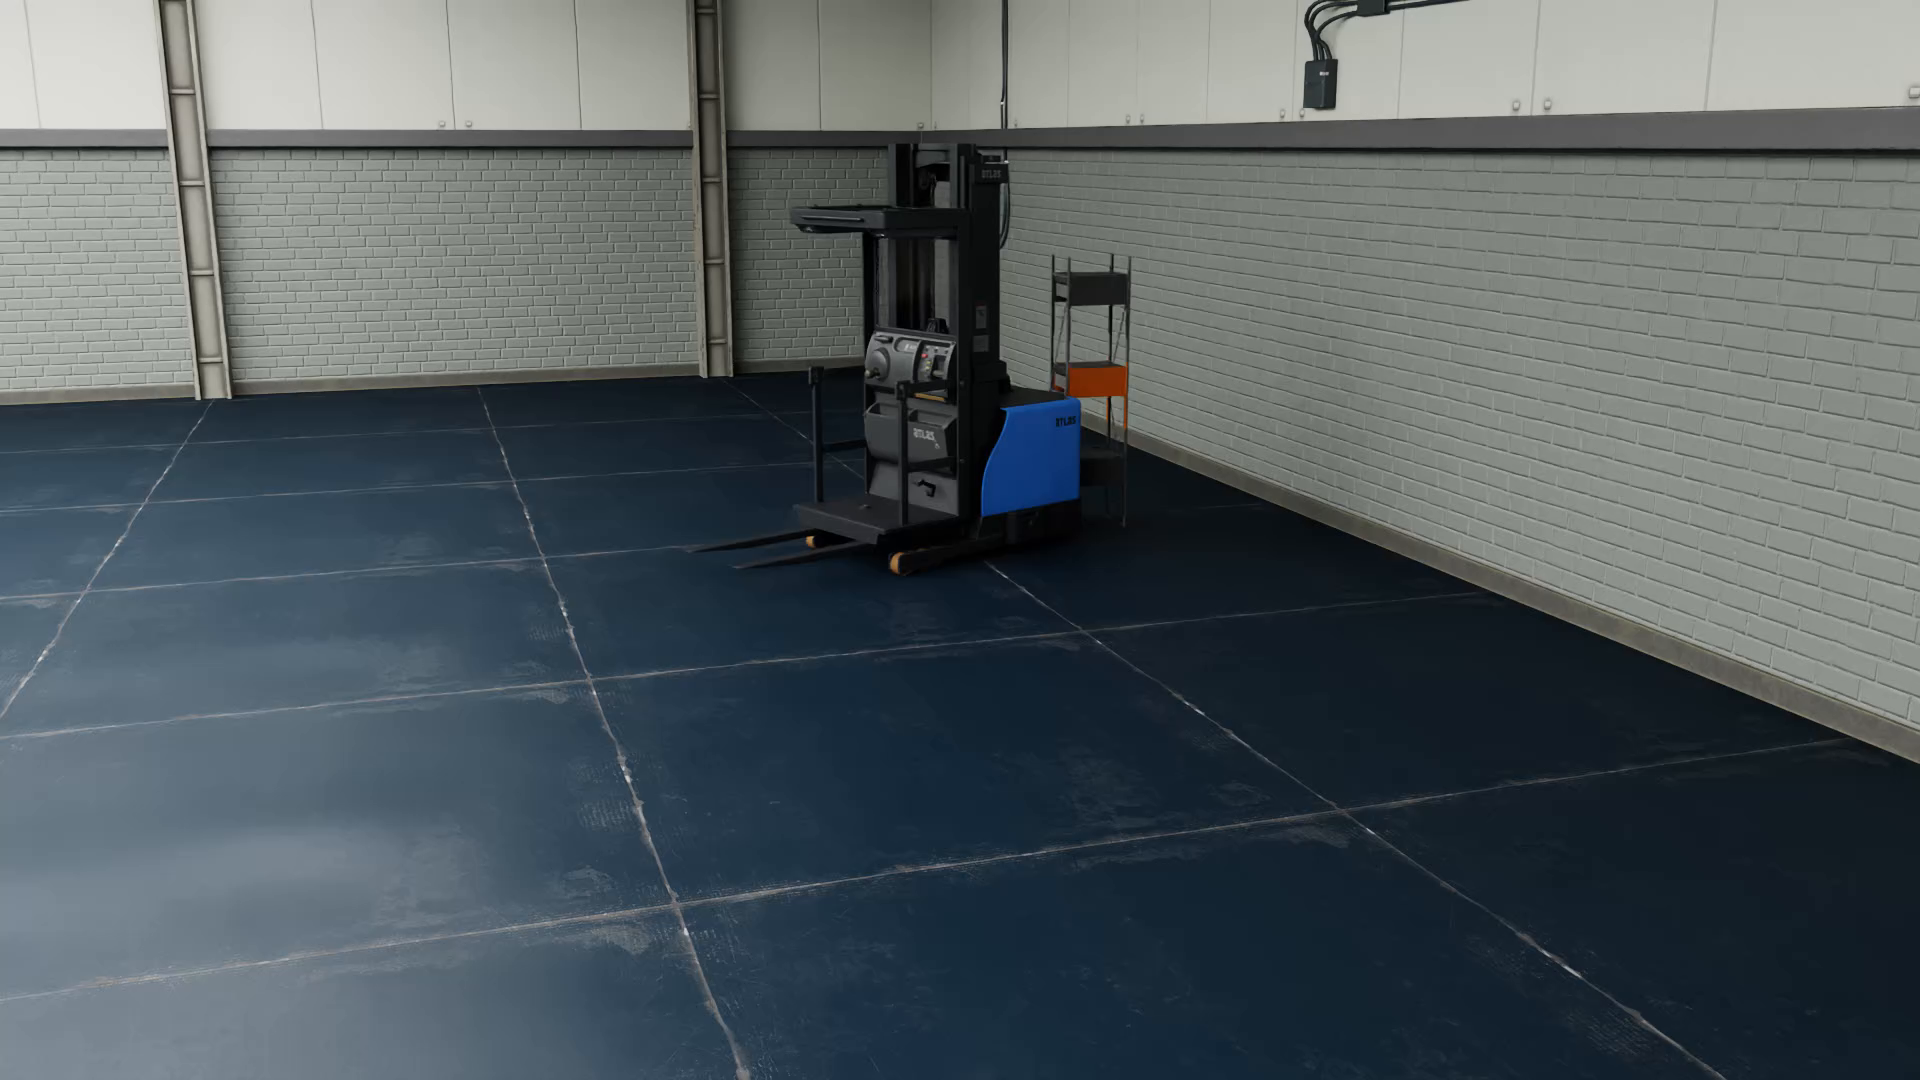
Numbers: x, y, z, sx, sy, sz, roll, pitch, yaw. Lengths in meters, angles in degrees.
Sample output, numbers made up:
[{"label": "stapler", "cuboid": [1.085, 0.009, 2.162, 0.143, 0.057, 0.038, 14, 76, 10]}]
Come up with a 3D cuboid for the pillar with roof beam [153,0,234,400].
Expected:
[{"label": "pillar with roof beam", "cuboid": [-7.483, -5.129, 14.761, 0.400, 9.000, 9.100, -4, 14, -18]}]

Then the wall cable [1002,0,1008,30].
[{"label": "wall cable", "cuboid": [0.908, -6.797, 17.567, 0.112, 2.526, 3.097, -4, 14, -18]}]

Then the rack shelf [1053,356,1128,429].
[{"label": "rack shelf", "cuboid": [1.003, -1.143, 12.965, 0.480, 0.518, 0.431, -4, 14, -16]}]

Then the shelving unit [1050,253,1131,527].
[{"label": "shelving unit", "cuboid": [1.003, -1.156, 12.962, 0.503, 2.100, 0.431, -4, 14, -16]}]

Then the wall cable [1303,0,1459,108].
[{"label": "wall cable", "cuboid": [3.058, -6.015, 11.135, 0.169, 6.003, 2.305, -4, 14, -18]}]

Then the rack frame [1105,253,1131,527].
[{"label": "rack frame", "cuboid": [1.238, -1.172, 13.028, 0.015, 2.100, 0.400, -4, 14, -16]}]

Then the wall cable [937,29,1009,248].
[{"label": "wall cable", "cuboid": [0.045, -4.933, 20.646, 0.112, 2.526, 3.097, -4, 14, -18]}]

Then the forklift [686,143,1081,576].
[{"label": "forklift", "cuboid": [-0.516, -1.311, 11.820, 3.031, 2.935, 1.130, -11, 18, -40]}]

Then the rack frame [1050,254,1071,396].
[{"label": "rack frame", "cuboid": [0.769, -1.141, 12.896, 0.015, 2.100, 0.400, -4, 14, -16]}]

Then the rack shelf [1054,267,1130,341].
[{"label": "rack shelf", "cuboid": [1.002, -1.825, 12.806, 0.480, 0.518, 0.431, -4, 14, -16]}]

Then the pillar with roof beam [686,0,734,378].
[{"label": "pillar with roof beam", "cuboid": [-1.796, -5.572, 16.622, 0.400, 9.000, 9.100, -4, 14, -18]}]

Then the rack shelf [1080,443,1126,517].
[{"label": "rack shelf", "cuboid": [1.004, -0.461, 13.124, 0.480, 0.518, 0.431, -4, 14, -16]}]
